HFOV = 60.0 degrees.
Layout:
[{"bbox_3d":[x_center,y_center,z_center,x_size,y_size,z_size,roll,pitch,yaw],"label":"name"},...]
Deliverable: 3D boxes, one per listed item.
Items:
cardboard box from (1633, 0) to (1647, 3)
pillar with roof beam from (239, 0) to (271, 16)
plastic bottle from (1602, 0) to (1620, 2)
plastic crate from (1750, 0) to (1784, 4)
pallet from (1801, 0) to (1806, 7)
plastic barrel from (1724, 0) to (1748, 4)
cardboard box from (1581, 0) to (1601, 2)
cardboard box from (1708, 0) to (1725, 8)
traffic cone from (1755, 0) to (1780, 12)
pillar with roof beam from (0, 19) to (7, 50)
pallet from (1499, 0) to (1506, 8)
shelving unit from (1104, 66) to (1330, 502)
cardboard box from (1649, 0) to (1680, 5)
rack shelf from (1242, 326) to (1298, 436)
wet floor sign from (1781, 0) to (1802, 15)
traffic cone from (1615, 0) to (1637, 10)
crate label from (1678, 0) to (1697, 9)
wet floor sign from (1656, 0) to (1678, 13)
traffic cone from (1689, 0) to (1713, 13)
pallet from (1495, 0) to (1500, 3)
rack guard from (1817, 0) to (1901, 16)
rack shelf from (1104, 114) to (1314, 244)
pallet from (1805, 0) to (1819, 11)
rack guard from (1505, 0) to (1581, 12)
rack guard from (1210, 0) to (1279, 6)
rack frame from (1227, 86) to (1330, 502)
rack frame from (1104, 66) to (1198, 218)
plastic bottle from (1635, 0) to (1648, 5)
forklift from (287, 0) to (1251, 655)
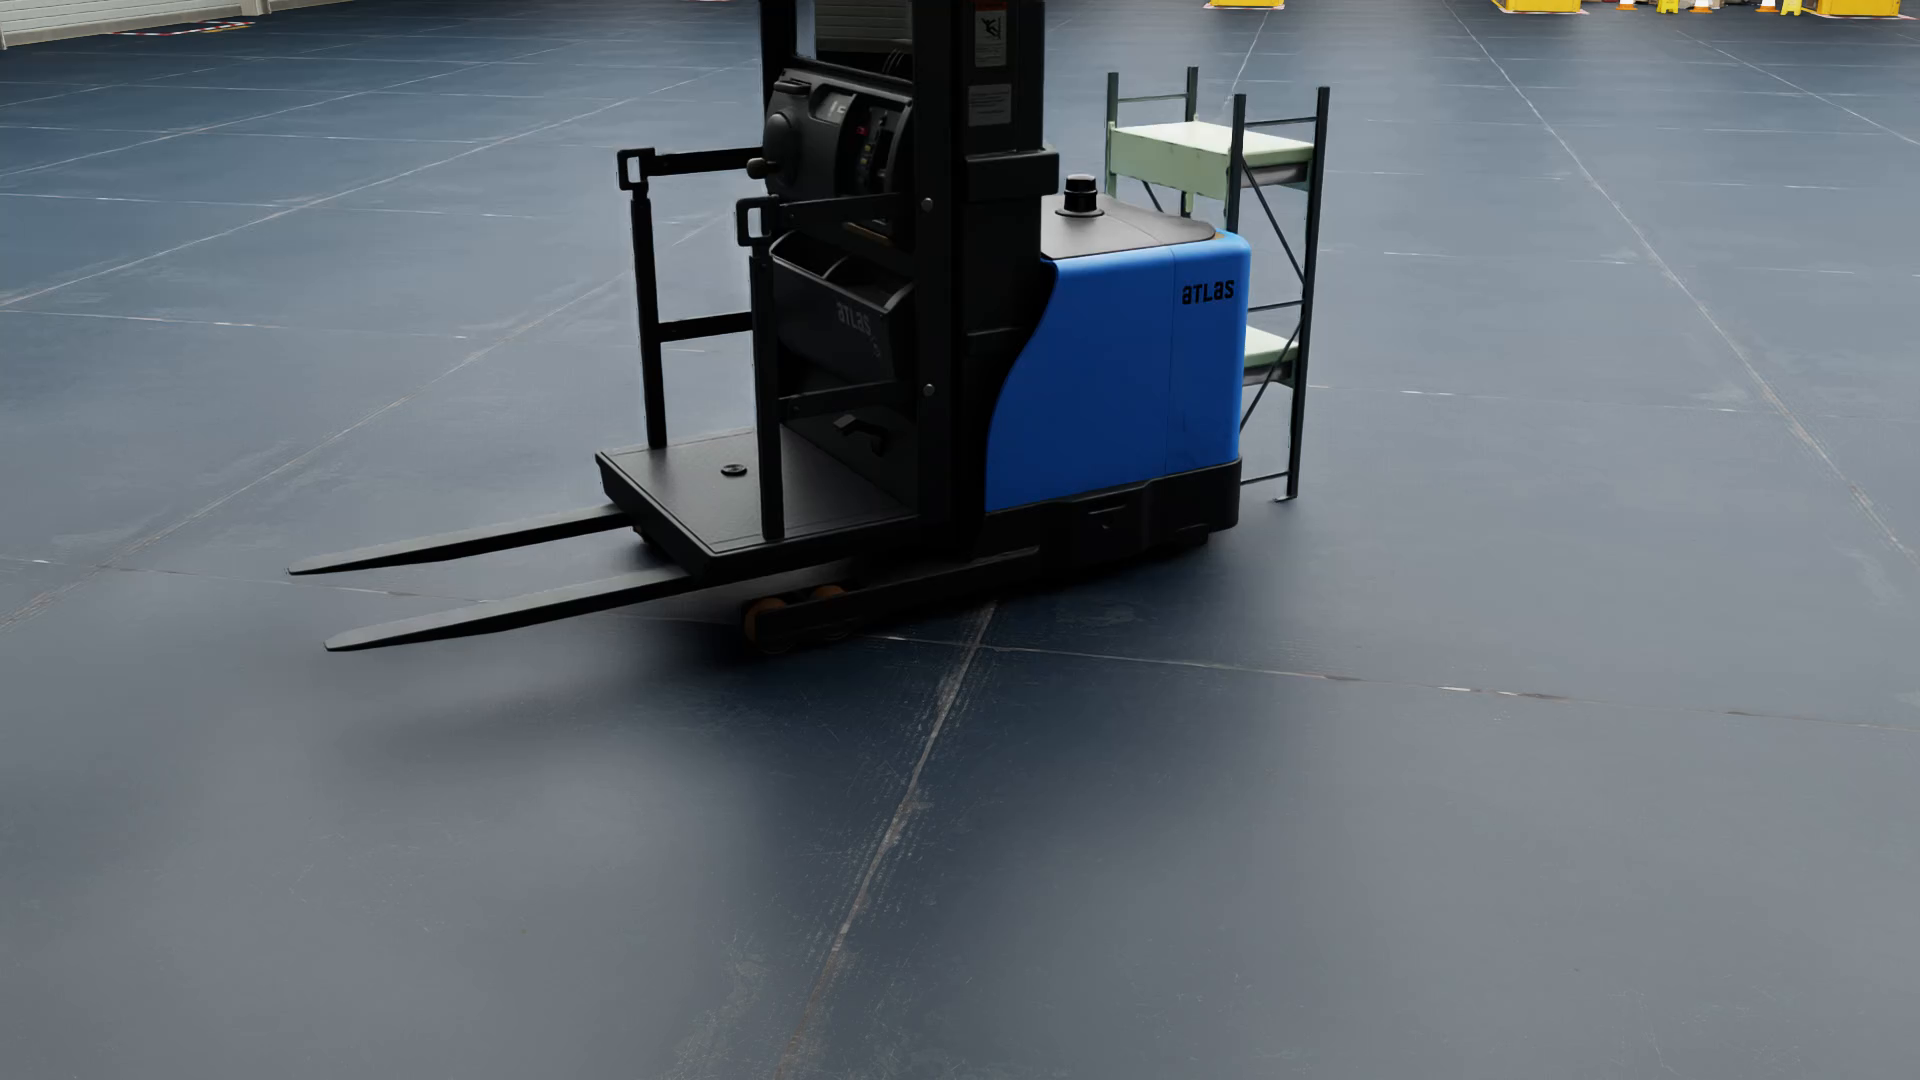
[{"bbox_3d":[12.068,-9.735,29.670,0.396,0.266,0.258,8,23,20],"label":"cardboard box"},{"bbox_3d":[-7.297,-12.439,24.695,9.100,9.000,0.400,4,22,11],"label":"pillar with roof beam"},{"bbox_3d":[11.641,-9.642,29.713,0.283,0.061,0.133,-3,22,-8],"label":"plastic bottle"},{"bbox_3d":[14.359,-9.566,29.499,0.402,0.080,0.583,-3,22,-8],"label":"plastic crate"},{"bbox_3d":[15.133,-9.443,29.017,1.003,0.211,1.213,4,22,11],"label":"pallet"},{"bbox_3d":[13.605,-9.645,29.235,0.421,0.421,0.512,-16,27,-35],"label":"plastic barrel"},{"bbox_3d":[11.303,-9.968,29.931,0.500,0.500,0.500,8,23,20],"label":"cardboard box"},{"bbox_3d":[12.956,-9.280,28.696,0.380,0.149,0.250,18,28,38],"label":"cardboard box"},{"bbox_3d":[13.491,-9.048,27.700,0.336,0.463,0.334,4,22,11],"label":"traffic cone"},{"bbox_3d":[-8.521,-10.245,19.247,9.100,9.000,0.400,4,22,11],"label":"pillar with roof beam"},{"bbox_3d":[9.886,-9.314,28.698,1.003,0.211,1.213,4,22,11],"label":"pallet"},{"bbox_3d":[0.904,-0.938,6.176,0.431,1.500,0.755,-12,25,-28],"label":"shelving unit"},{"bbox_3d":[12.546,-9.646,29.132,0.797,0.503,0.637,-11,25,-26],"label":"cardboard box"},{"bbox_3d":[0.904,-0.636,6.298,0.431,0.370,0.720,-12,25,-28],"label":"rack shelf"},{"bbox_3d":[13.580,-8.889,27.061,0.267,0.644,0.232,13,25,29],"label":"wet floor sign"},{"bbox_3d":[11.298,-9.219,28.124,0.336,0.463,0.334,4,22,11],"label":"traffic cone"},{"bbox_3d":[12.434,-9.149,28.388,0.250,0.136,0.298,-7,23,-17],"label":"crate label"},{"bbox_3d":[11.732,-9.056,27.475,0.267,0.644,0.232,1,22,2],"label":"wet floor sign"},{"bbox_3d":[12.335,-9.008,27.601,0.336,0.463,0.334,4,22,11],"label":"traffic cone"},{"bbox_3d":[10.137,-9.759,29.803,1.003,0.211,1.213,4,22,11],"label":"pallet"},{"bbox_3d":[14.681,-8.837,27.127,1.175,0.500,0.348,4,22,11],"label":"rack guard"},{"bbox_3d":[0.904,-1.300,6.030,0.431,0.370,0.720,-12,25,-28],"label":"rack shelf"},{"bbox_3d":[14.882,-8.998,27.912,1.003,0.211,1.213,4,22,11],"label":"pallet"},{"bbox_3d":[9.794,-9.141,27.882,1.175,0.500,0.348,4,22,11],"label":"rack guard"},{"bbox_3d":[4.980,-9.593,29.003,1.175,0.500,0.348,4,22,11],"label":"rack guard"},{"bbox_3d":[1.088,-0.820,5.882,0.400,1.500,0.023,-12,25,-28],"label":"rack frame"},{"bbox_3d":[0.721,-1.057,6.470,0.400,1.500,0.023,-12,25,-28],"label":"rack frame"},{"bbox_3d":[11.996,-9.475,29.299,0.133,0.061,0.283,-3,22,-8],"label":"plastic bottle"},{"bbox_3d":[-0.563,-1.241,5.011,3.031,2.935,1.130,-12,25,-27],"label":"forklift"}]
